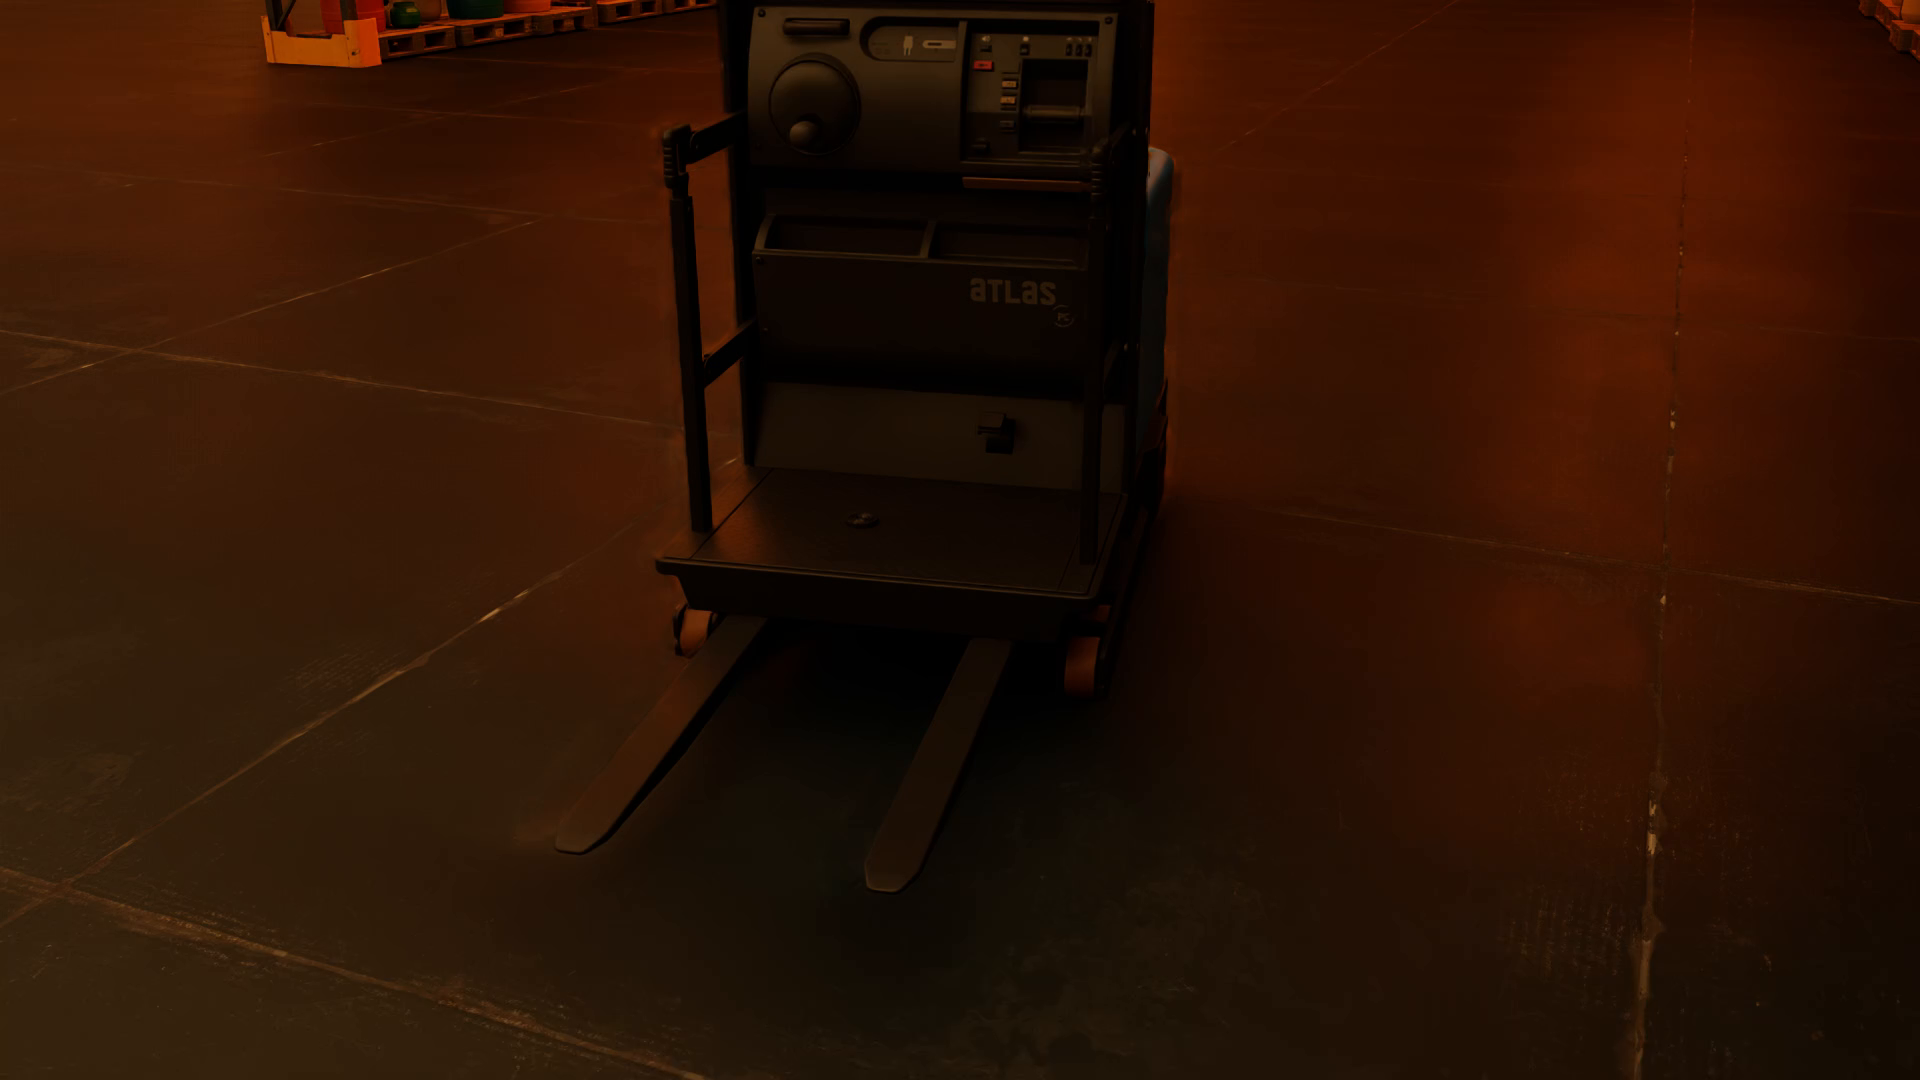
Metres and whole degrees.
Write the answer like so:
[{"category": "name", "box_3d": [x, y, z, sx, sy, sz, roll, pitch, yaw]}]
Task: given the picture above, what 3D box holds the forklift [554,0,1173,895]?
[{"category": "forklift", "box_3d": [-0.118, -1.109, 3.946, 1.130, 2.935, 3.031, 5, 23, 11]}]
